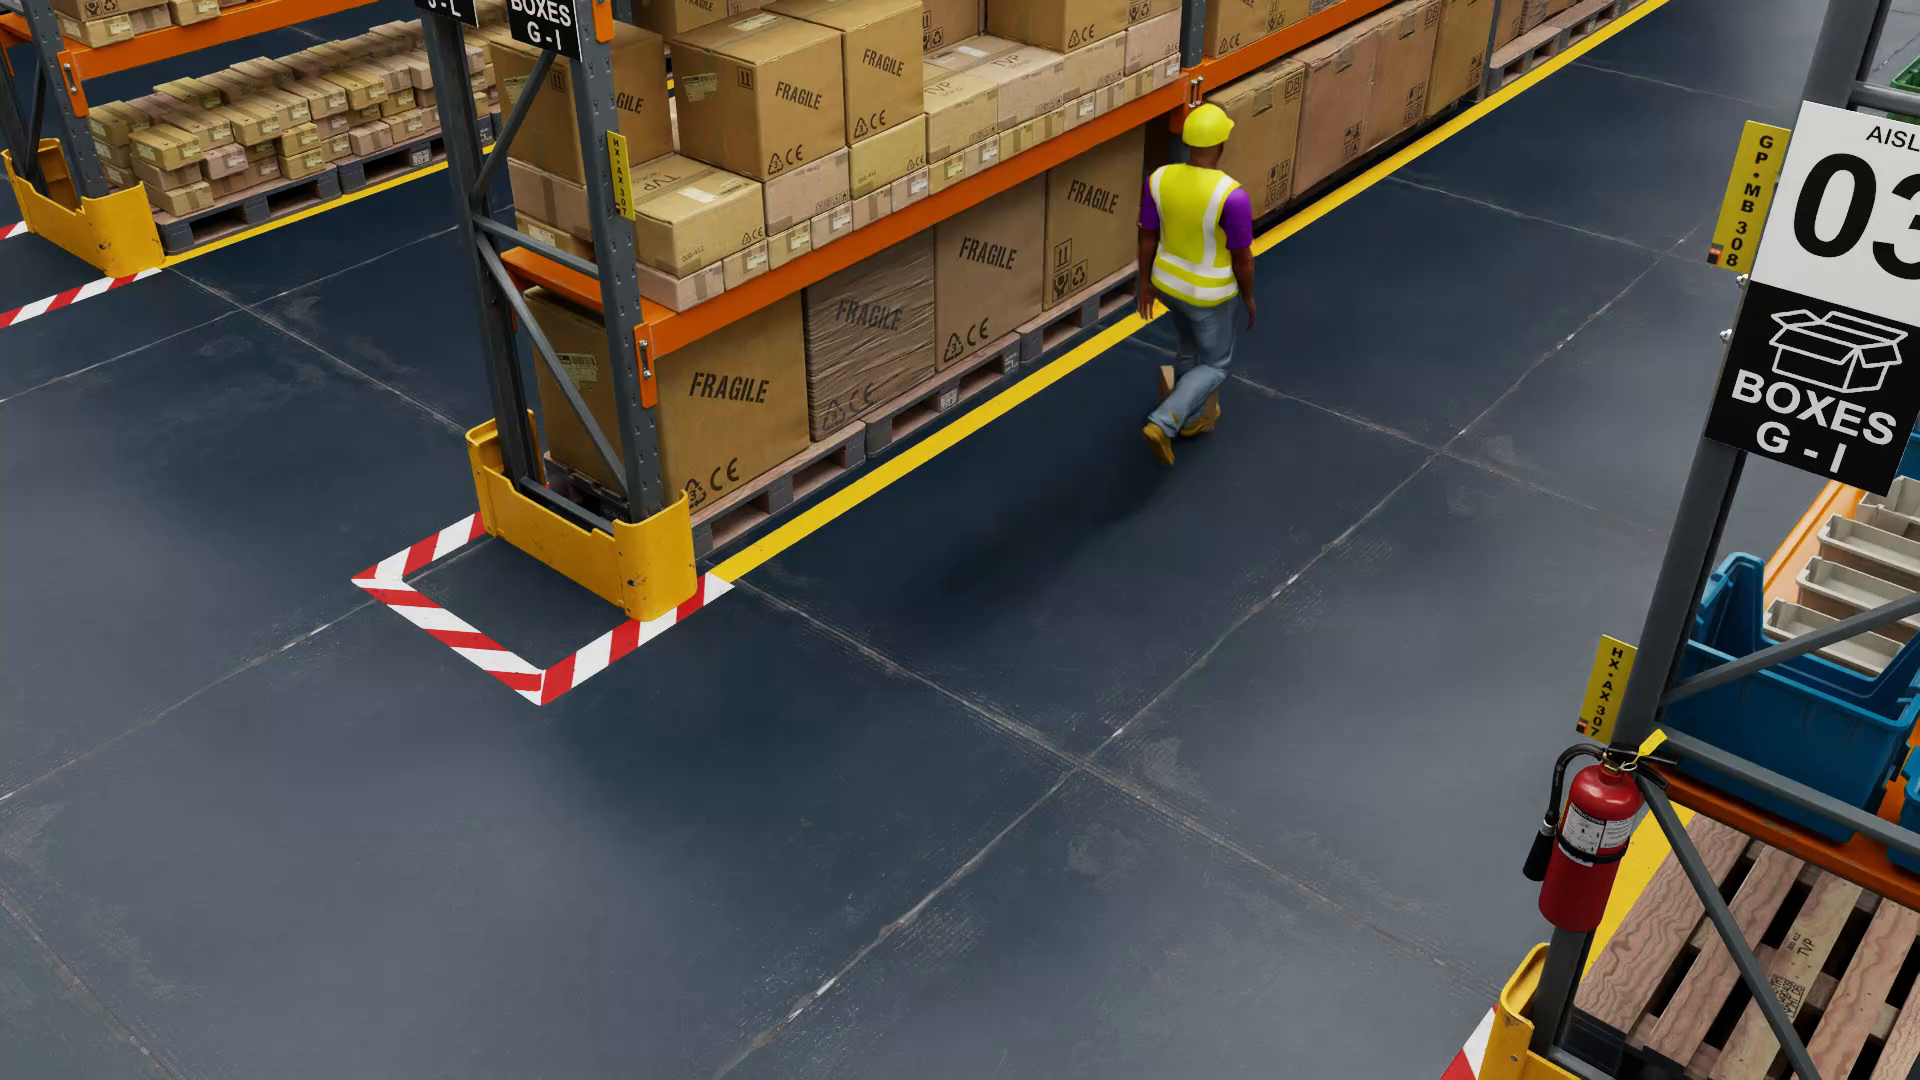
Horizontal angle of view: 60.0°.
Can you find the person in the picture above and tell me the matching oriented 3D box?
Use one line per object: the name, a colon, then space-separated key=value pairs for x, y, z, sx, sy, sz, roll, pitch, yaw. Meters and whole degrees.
person: x=1.085 y=-1.176 z=7.790 sx=0.813 sy=1.743 sz=0.568 roll=-29 pitch=44 yaw=-35
